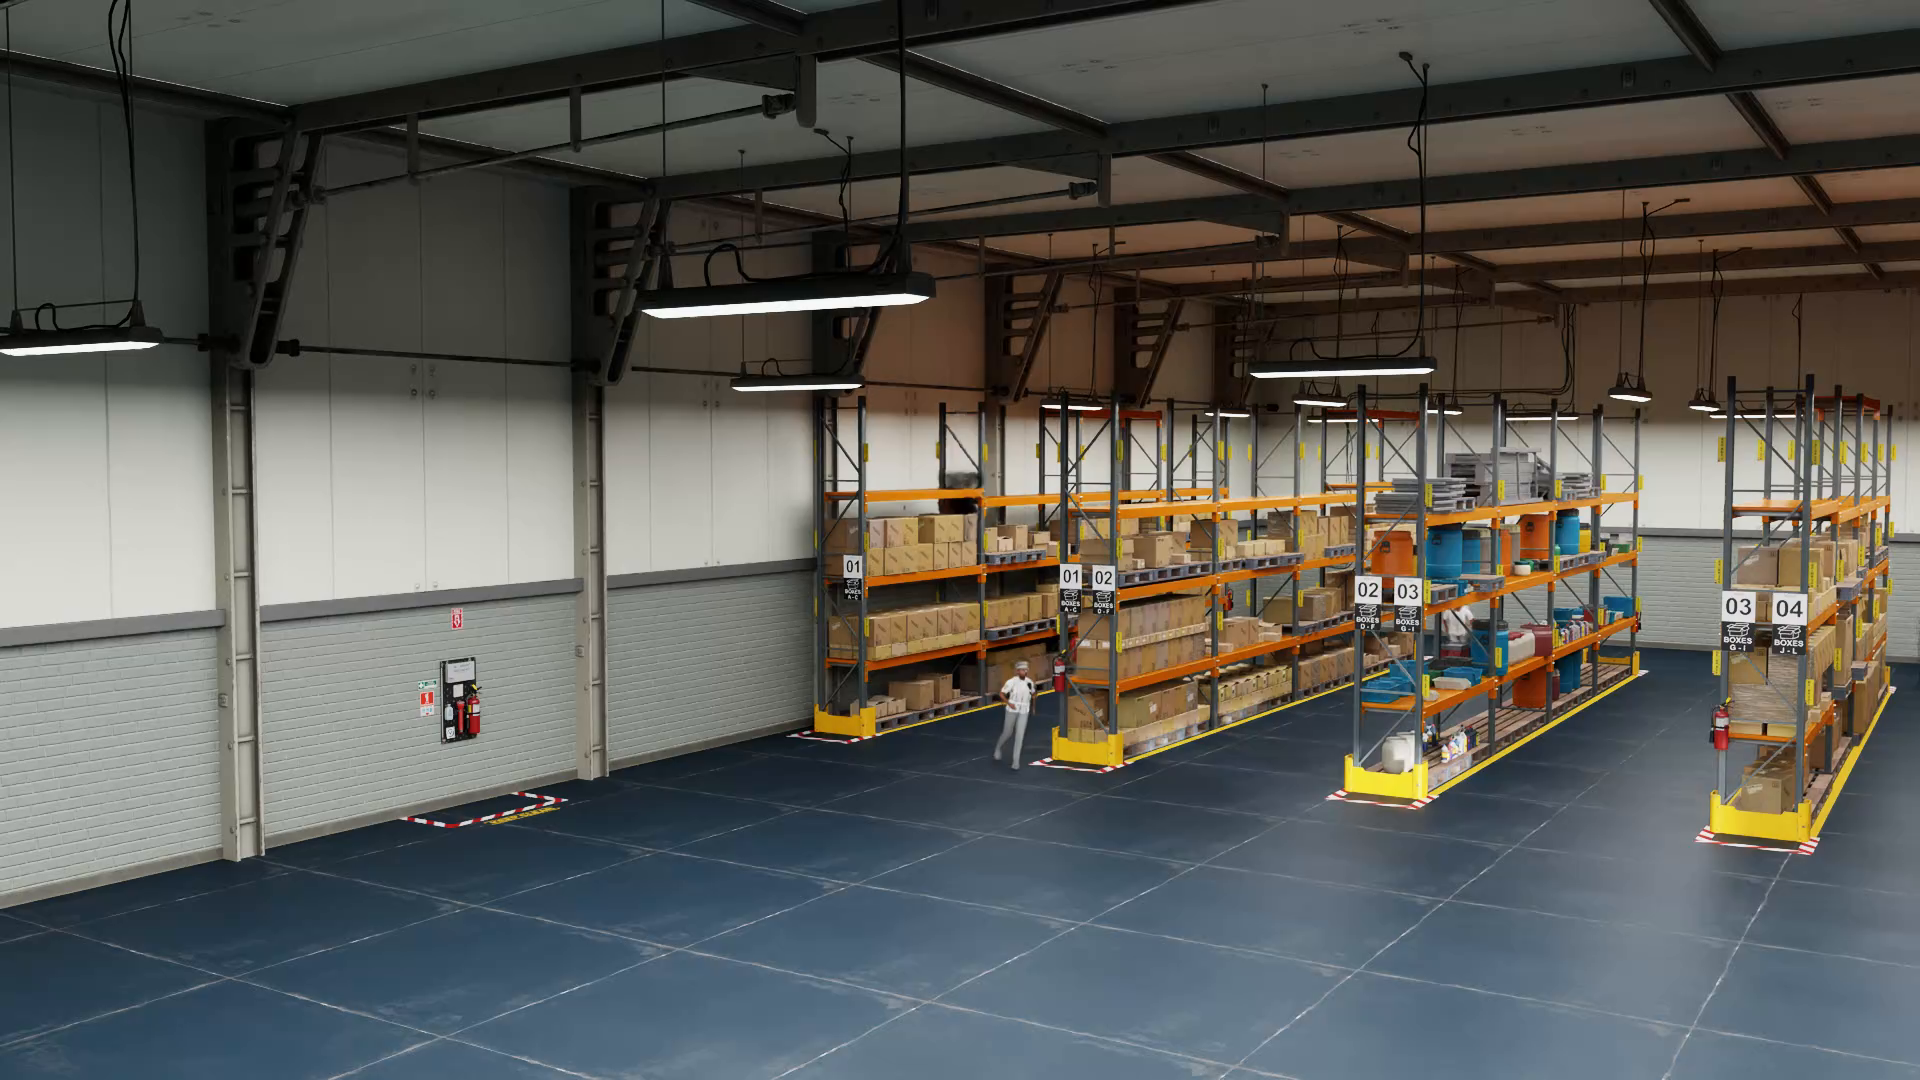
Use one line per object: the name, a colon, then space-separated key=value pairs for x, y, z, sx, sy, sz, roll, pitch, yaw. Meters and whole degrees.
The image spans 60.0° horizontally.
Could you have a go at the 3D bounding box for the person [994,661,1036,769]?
person: x=0.938 y=2.762 z=26.561 sx=0.655 sy=1.660 sz=0.922 roll=-1 pitch=3 yaw=-12

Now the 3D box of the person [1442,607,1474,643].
person: x=11.338 y=2.142 z=37.903 sx=0.716 sy=1.744 sz=0.790 roll=1 pitch=3 yaw=22

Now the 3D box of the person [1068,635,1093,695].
person: x=2.198 y=2.345 z=29.677 sx=0.648 sy=1.772 sz=0.613 roll=1 pitch=3 yaw=25
